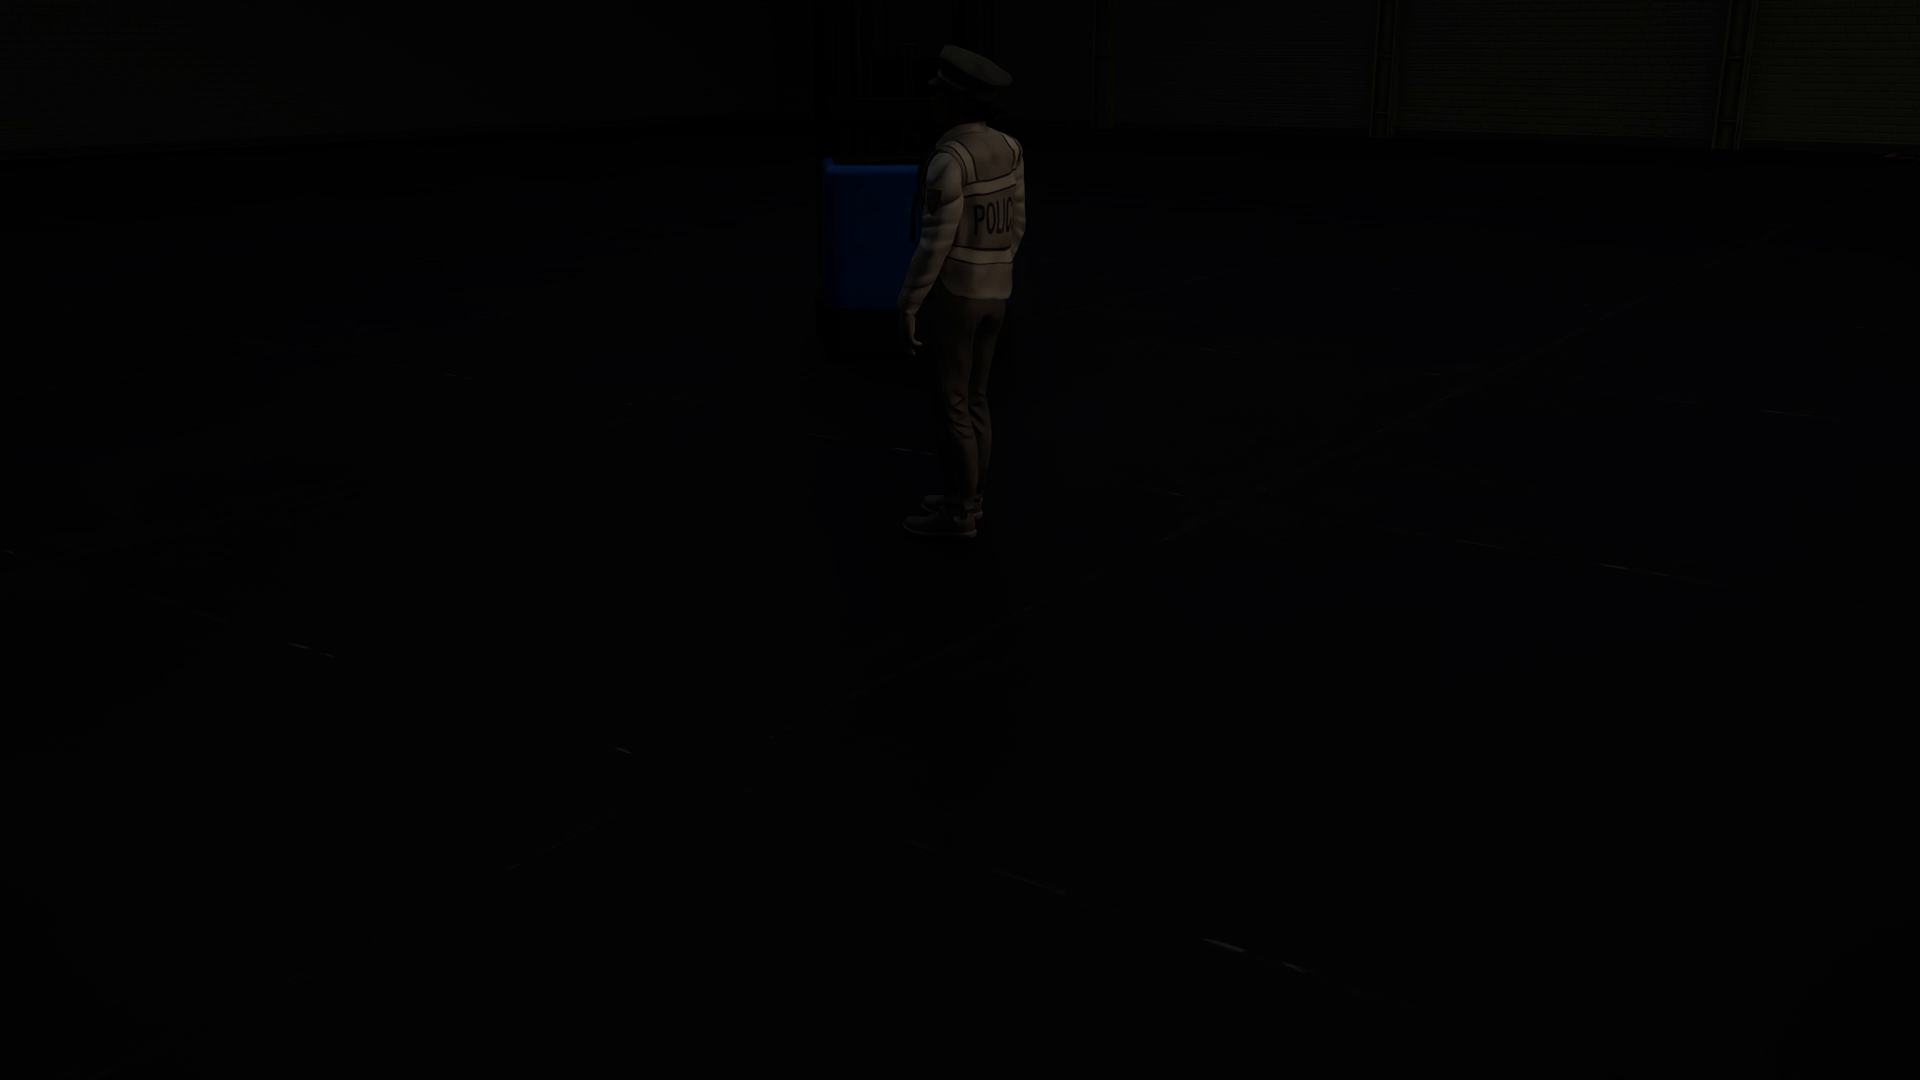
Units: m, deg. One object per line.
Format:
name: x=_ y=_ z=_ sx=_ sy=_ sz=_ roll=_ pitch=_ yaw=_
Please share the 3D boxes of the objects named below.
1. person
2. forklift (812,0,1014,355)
person: x=-0.053 y=-0.832 z=5.747 sx=0.530 sy=1.694 sz=0.586 roll=11 pitch=20 yaw=33
forklift: x=-0.361 y=-2.810 z=10.229 sx=1.130 sy=2.935 sz=3.031 roll=-2 pitch=17 yaw=-5
